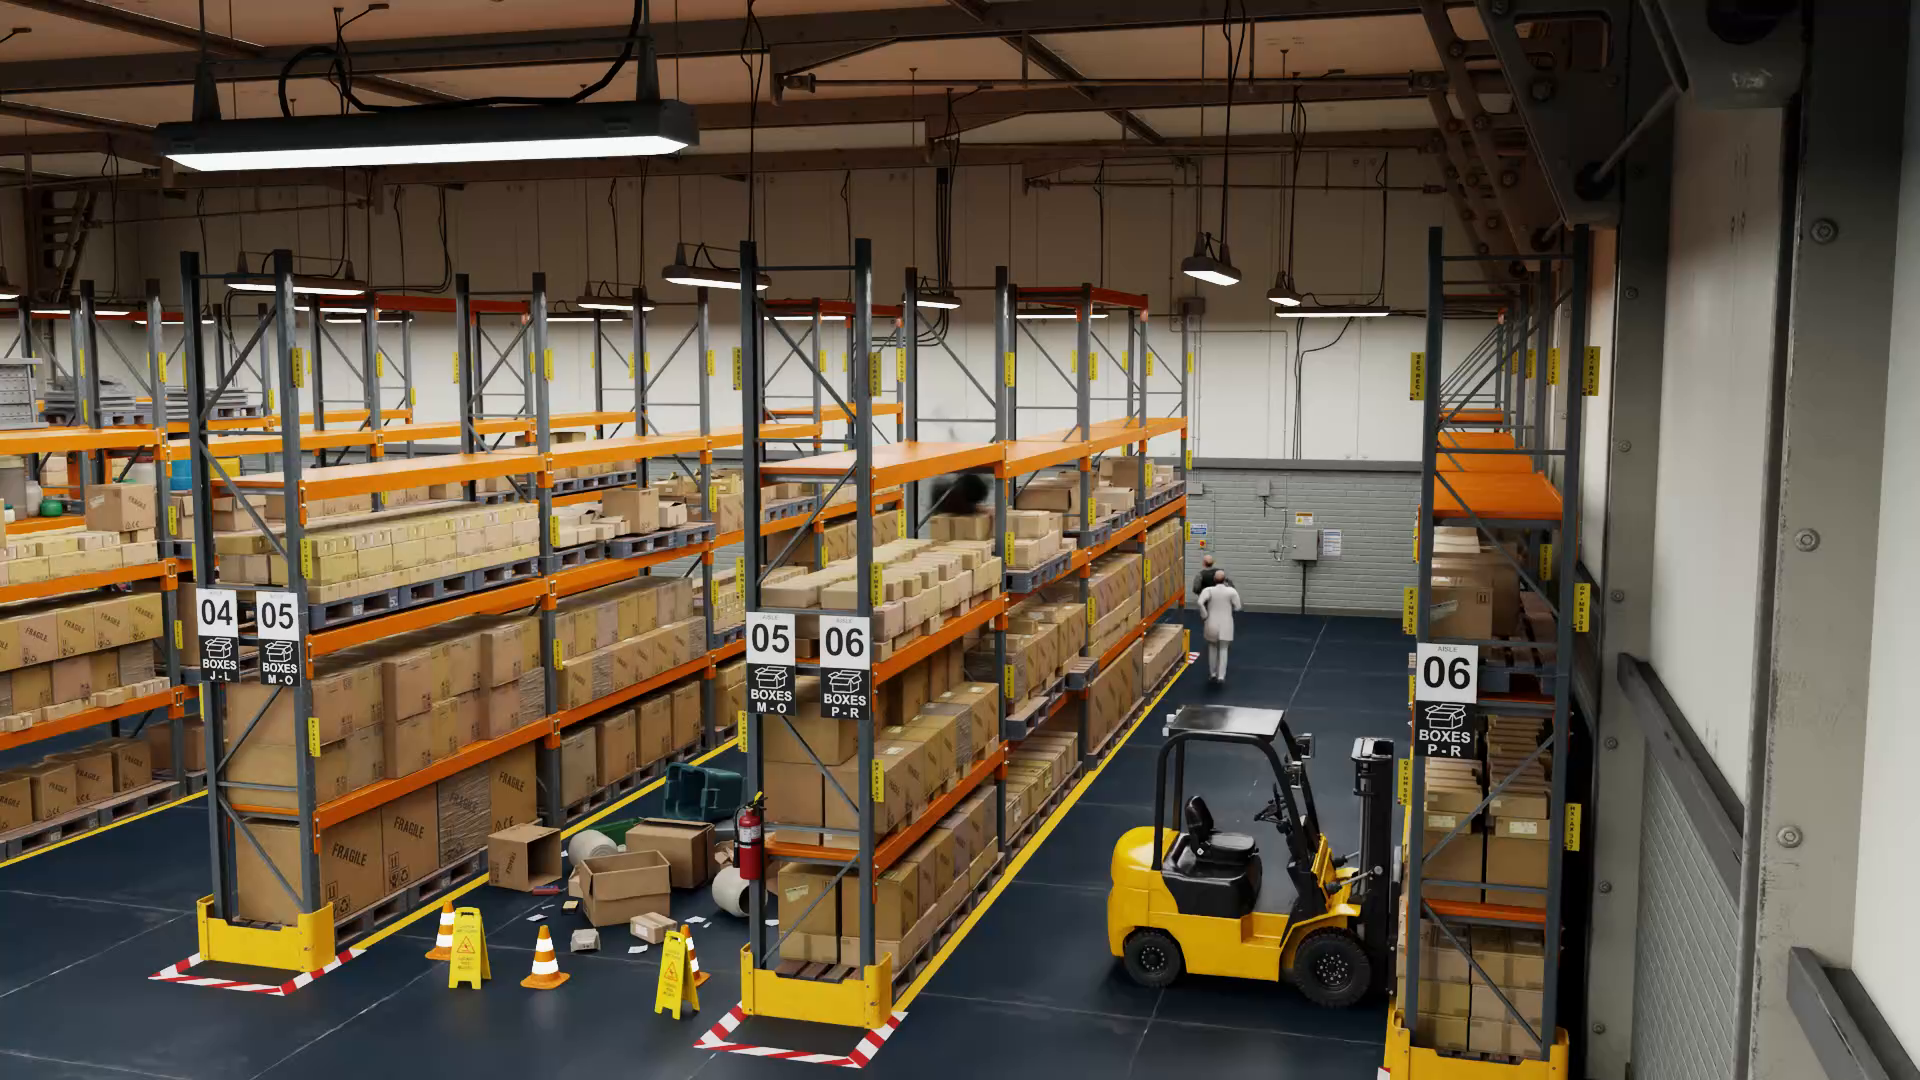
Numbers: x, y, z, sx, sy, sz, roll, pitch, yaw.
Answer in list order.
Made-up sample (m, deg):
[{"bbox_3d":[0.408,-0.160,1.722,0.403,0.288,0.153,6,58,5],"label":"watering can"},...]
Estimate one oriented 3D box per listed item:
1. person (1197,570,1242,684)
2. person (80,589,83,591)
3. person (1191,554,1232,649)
[{"bbox_3d":[4.044,1.359,25.923,0.693,1.810,0.890,1,6,9],"label":"person"},{"bbox_3d":[-15.031,1.170,27.727,0.648,1.801,0.915,0,6,4],"label":"person"},{"bbox_3d":[4.278,1.090,28.809,0.648,1.712,0.814,-4,7,-29],"label":"person"}]
